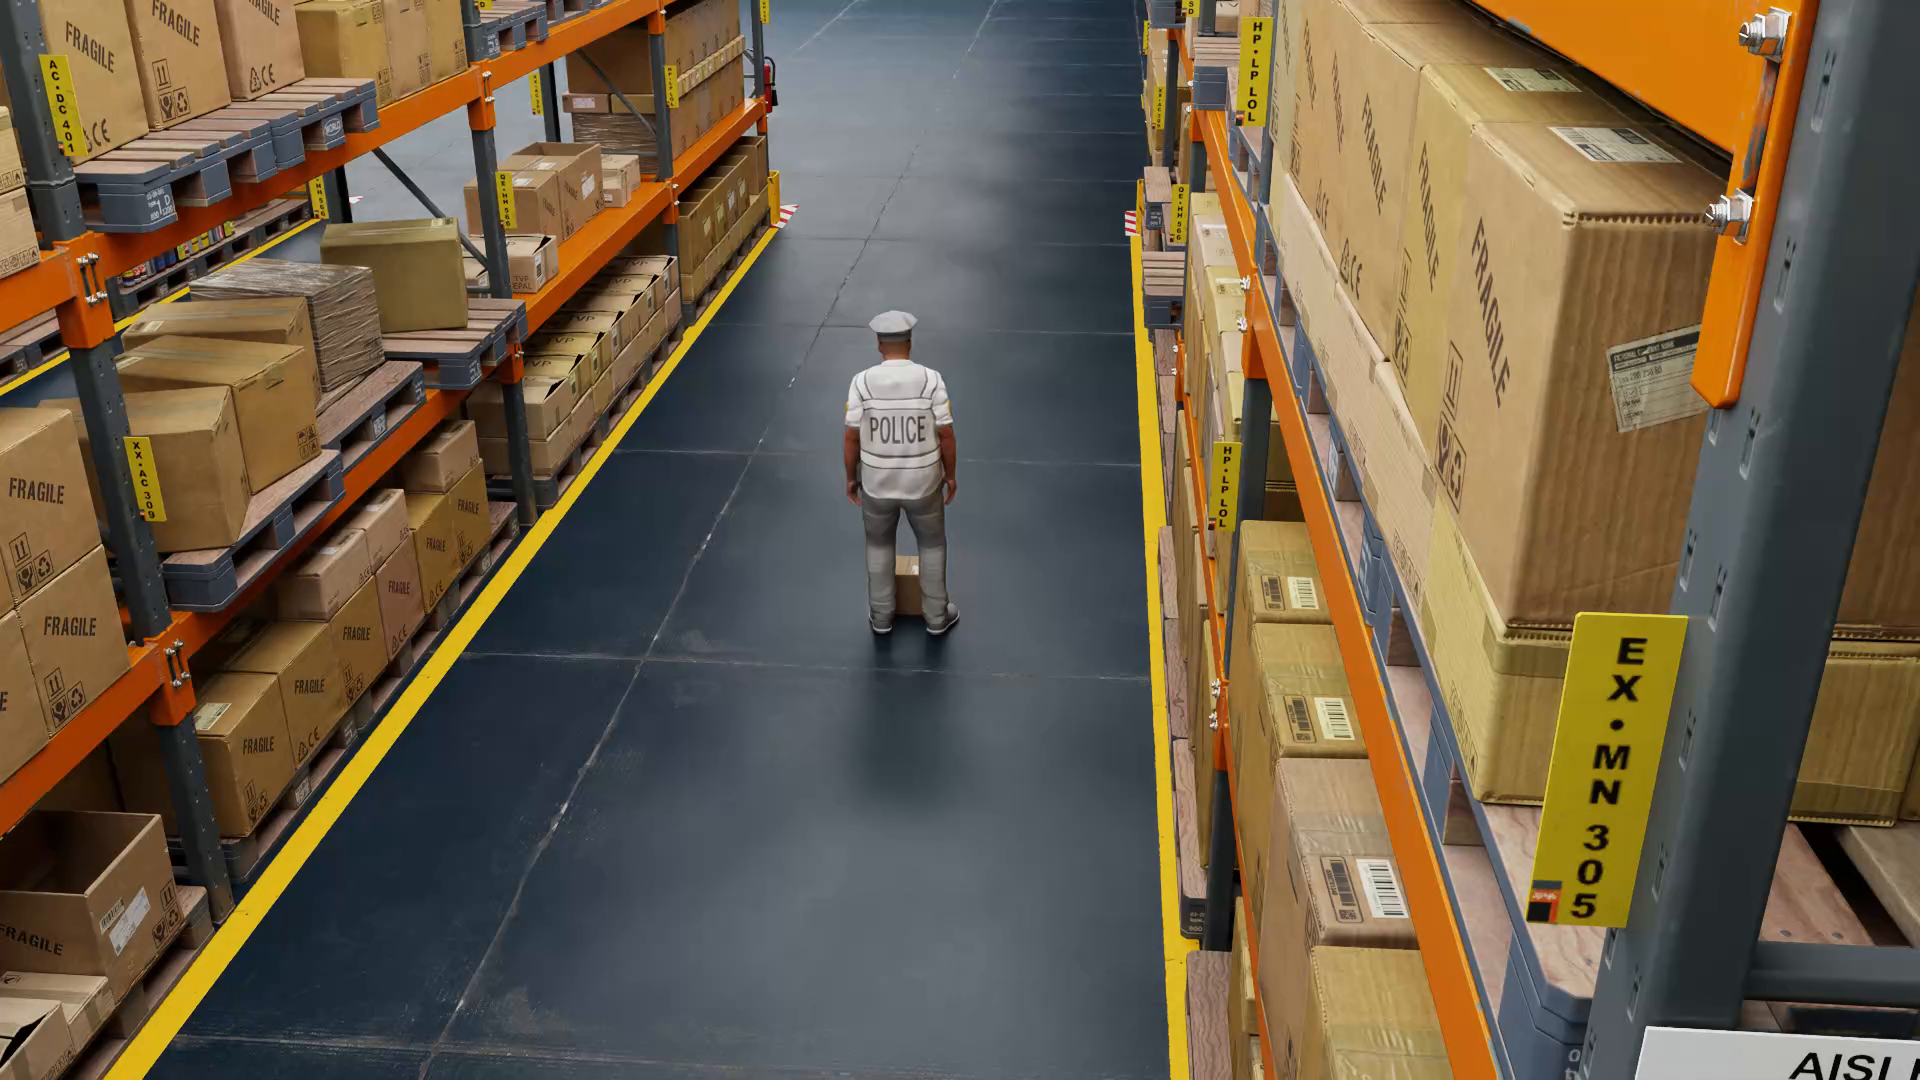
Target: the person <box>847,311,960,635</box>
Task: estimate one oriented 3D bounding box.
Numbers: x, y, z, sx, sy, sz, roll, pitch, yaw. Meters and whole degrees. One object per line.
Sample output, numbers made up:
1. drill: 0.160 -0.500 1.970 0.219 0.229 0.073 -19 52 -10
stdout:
1. person: -0.296 -0.315 8.790 0.585 1.747 0.439 1 24 3
